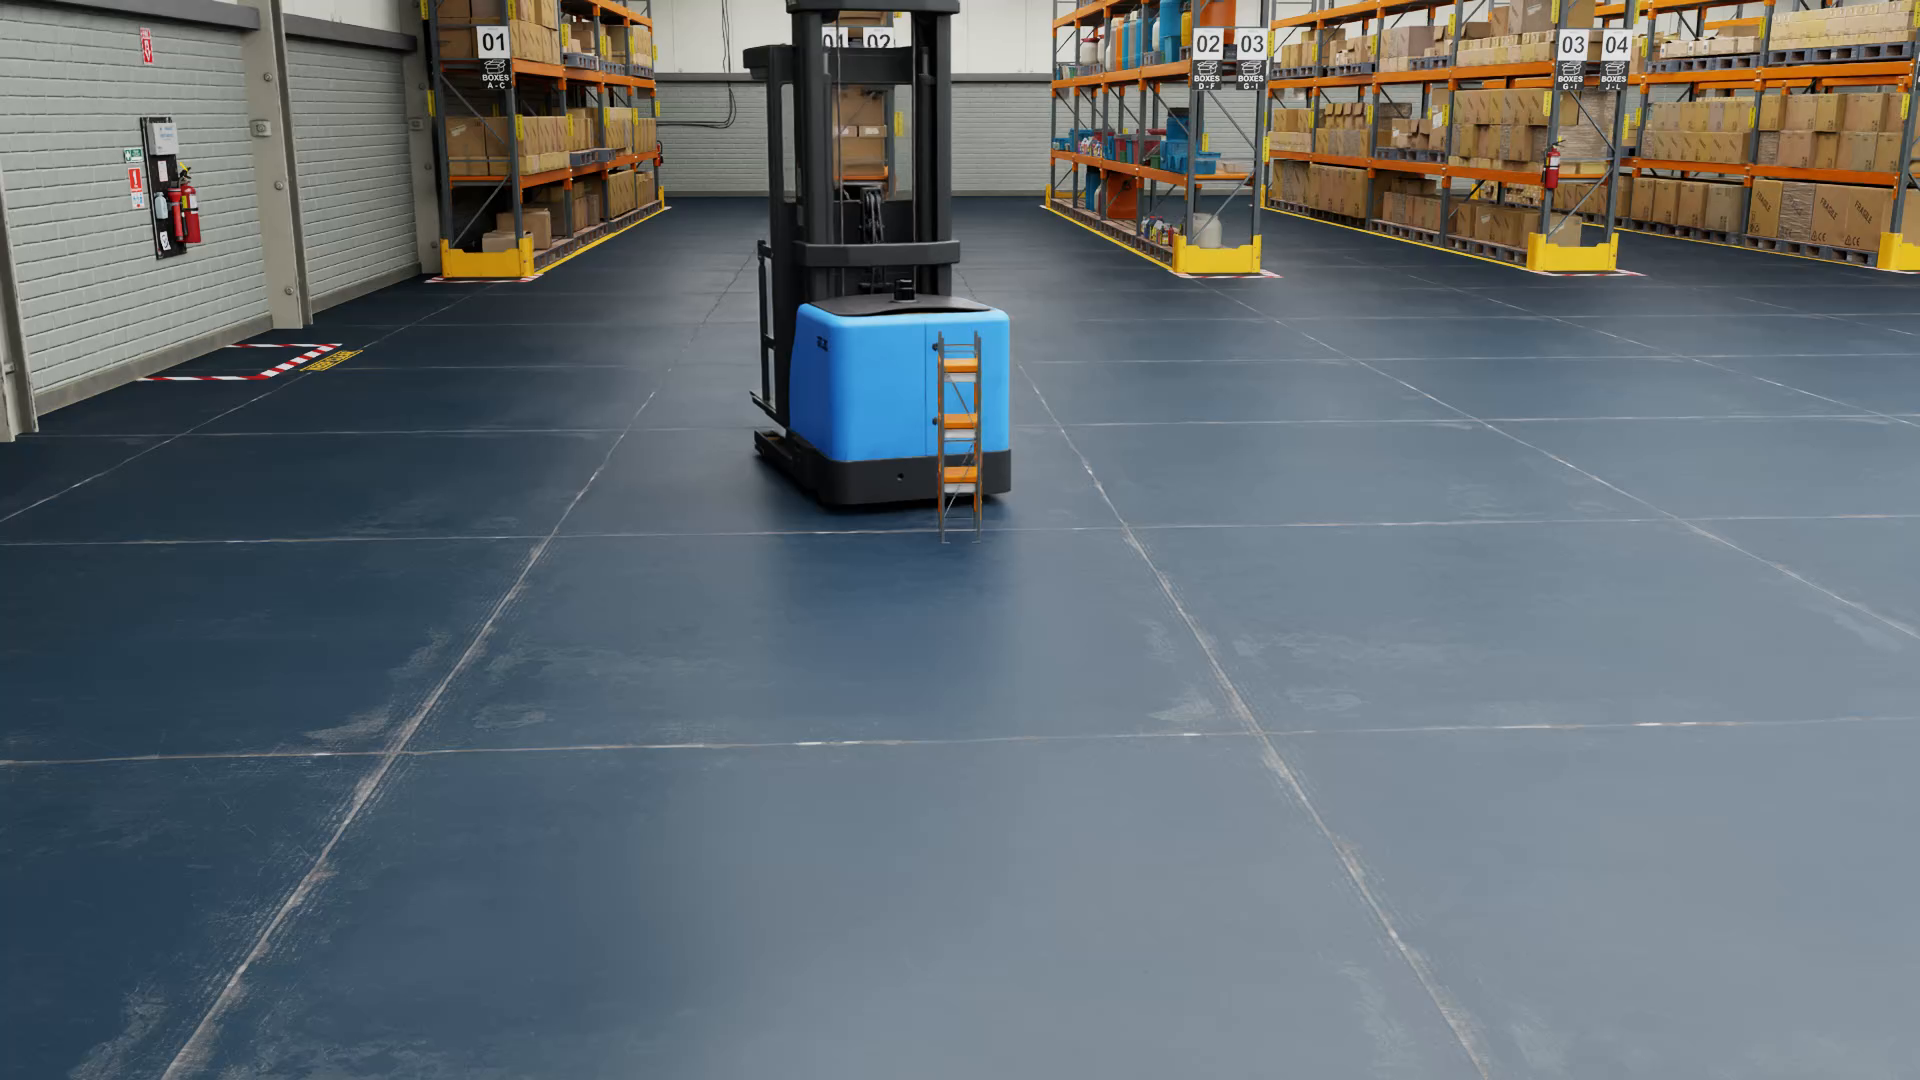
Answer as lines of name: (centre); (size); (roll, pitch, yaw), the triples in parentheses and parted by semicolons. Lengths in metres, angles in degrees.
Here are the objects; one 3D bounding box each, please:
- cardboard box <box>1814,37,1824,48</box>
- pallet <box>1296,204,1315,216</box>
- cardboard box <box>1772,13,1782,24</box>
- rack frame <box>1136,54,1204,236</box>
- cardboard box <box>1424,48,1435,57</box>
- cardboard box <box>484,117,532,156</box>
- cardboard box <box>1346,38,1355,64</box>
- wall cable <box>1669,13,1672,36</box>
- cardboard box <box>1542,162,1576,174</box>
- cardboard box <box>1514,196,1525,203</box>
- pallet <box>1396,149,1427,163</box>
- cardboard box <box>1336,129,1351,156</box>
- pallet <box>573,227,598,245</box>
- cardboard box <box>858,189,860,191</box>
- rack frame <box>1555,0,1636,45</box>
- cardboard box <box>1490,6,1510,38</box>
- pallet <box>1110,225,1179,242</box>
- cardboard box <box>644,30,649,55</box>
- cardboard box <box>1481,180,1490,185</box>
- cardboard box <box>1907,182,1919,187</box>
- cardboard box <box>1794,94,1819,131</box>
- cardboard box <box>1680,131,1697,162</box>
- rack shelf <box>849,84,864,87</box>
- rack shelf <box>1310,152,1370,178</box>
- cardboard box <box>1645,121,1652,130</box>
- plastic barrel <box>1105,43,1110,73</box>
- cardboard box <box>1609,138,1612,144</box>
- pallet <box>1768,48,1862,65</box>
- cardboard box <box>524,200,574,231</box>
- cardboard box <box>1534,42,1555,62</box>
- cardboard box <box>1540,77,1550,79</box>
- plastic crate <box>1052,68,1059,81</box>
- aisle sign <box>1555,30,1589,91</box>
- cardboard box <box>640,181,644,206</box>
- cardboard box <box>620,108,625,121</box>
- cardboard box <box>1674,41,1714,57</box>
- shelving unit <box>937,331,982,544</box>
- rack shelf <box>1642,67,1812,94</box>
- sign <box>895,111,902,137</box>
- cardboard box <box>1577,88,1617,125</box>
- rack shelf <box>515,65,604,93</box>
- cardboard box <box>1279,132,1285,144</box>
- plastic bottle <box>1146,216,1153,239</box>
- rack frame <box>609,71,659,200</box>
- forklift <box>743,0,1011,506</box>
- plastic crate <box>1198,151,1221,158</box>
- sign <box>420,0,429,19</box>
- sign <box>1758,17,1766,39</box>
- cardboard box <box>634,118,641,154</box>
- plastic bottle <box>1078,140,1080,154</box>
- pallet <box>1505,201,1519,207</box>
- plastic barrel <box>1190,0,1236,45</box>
cardboard box: (12.990, -7.422, 24.793); (0.380, 0.149, 0.250); (-1, 14, -3)
pallet: (7.804, -7.029, 35.423); (1.003, 0.211, 1.213); (-1, 14, -3)
cardboard box: (12.909, -8.125, 25.924); (0.380, 0.149, 0.250); (-1, 14, -3)
rack frame: (3.325, -6.123, 26.306); (1.000, 3.000, 0.127); (-1, 14, -3)
cardboard box: (8.053, -8.208, 28.013); (0.380, 0.166, 0.250); (-1, 14, -5)
cardboard box: (-6.044, -5.399, 22.248); (0.500, 0.500, 0.500); (-1, 14, -3)
cardboard box: (7.873, -9.409, 32.004); (0.797, 0.503, 0.637); (-1, 14, -4)
wall cable: (17.534, -13.664, 43.573); (2.355, 3.000, 0.029); (-1, 14, -3)
cardboard box: (8.293, -5.151, 23.031); (0.380, 0.149, 0.250); (-1, 14, -3)
cardboard box: (12.301, -7.413, 36.198); (0.380, 0.149, 0.250); (-1, 14, -4)
pallet: (8.185, -6.610, 28.583); (1.003, 0.211, 1.213); (-1, 14, -3)
cardboard box: (7.652, -7.742, 32.395); (0.500, 0.500, 0.500); (-1, 14, -2)
pallet: (-6.691, -5.118, 27.994); (1.003, 0.211, 1.213); (-1, 14, -3)
cardboard box: (-1.647, -6.293, 31.098); (0.500, 0.500, 0.500); (-1, 14, -5)
rack frame: (8.517, -8.111, 21.989); (1.000, 3.000, 0.127); (-1, 14, -3)
cardboard box: (8.551, -7.979, 25.698); (0.500, 0.500, 0.500); (-1, 14, -5)
pallet: (3.159, -5.272, 28.592); (1.003, 0.211, 1.213); (-1, 14, -3)
cardboard box: (-6.968, -10.648, 35.622); (0.500, 0.500, 0.500); (0, 14, -2)
cardboard box: (12.176, -8.211, 38.104); (0.380, 0.149, 0.250); (-2, 15, -6)
cardboard box: (17.952, -6.695, 31.949); (0.875, 0.875, 0.875); (-1, 14, -4)
cardboard box: (13.261, -6.483, 25.236); (0.875, 0.550, 0.550); (-1, 14, -3)
cardboard box: (12.830, -6.803, 28.746); (0.500, 0.500, 0.500); (-1, 14, -4)
rack shelf: (-2.238, -9.639, 35.394); (1.077, 0.370, 4.000); (-1, 14, -3)
rack shelf: (7.897, -7.344, 32.492); (1.077, 0.370, 4.000); (-1, 14, -3)
cardboard box: (13.123, -7.801, 31.292); (0.380, 0.149, 0.250); (-1, 14, -5)
plastic barrel: (2.791, -8.543, 29.466); (0.421, 0.512, 0.421); (0, 14, 0)
cardboard box: (12.475, -7.505, 31.338); (0.380, 0.149, 0.250); (-1, 14, -4)
pallet: (13.266, -7.457, 25.649); (1.003, 0.211, 1.213); (-1, 14, -3)
cardboard box: (-6.707, -5.284, 27.175); (0.700, 0.500, 0.500); (-1, 14, -5)
cardboard box: (8.233, -6.701, 22.833); (0.500, 0.250, 0.500); (-1, 14, -2)
cardboard box: (12.430, -9.739, 34.639); (0.500, 0.250, 0.500); (-1, 14, -2)
plastic crate: (2.328, -10.397, 37.159); (0.497, 0.269, 0.590); (-1, 14, -3)
aisle sign: (8.221, -6.444, 22.335); (0.394, 0.787, 0.004); (-1, 14, -3)
cardboard box: (-7.030, -7.265, 34.918); (0.700, 0.500, 0.500); (-1, 14, -4)
cardboard box: (-6.720, -8.159, 31.875); (0.500, 0.250, 0.500); (-1, 14, -2)
cardboard box: (12.834, -8.570, 29.053); (0.500, 0.250, 0.500); (0, 14, -2)
shelving unit: (-0.003, -0.522, 8.447); (0.215, 1.050, 0.252); (-1, 14, -3)
rack shelf: (13.102, -7.853, 28.452); (1.077, 0.370, 4.000); (-1, 14, -3)
sign: (-0.816, -5.518, 22.056); (0.100, 0.325, 0.005); (-1, 14, -3)
cardboard box: (8.755, -6.023, 23.111); (0.500, 0.500, 0.500); (-1, 14, -3)
rack shelf: (-6.686, -7.572, 27.361); (1.077, 0.370, 4.000); (-1, 14, -3)
cardboard box: (7.352, -8.878, 36.716); (0.500, 0.250, 0.500); (-1, 14, -5)
plastic bottle: (2.961, -4.847, 25.776); (0.144, 0.351, 0.185); (0, 14, -2)
rack frame: (-7.306, -8.955, 37.311); (1.000, 3.000, 0.127); (-1, 14, -3)
forklift: (-0.670, -1.930, 10.145); (1.130, 2.935, 3.031); (-5, 15, -18)
plastic crate: (3.665, -5.780, 25.271); (0.499, 0.251, 0.616); (-1, 14, -3)
sign: (-6.870, -6.854, 21.347); (0.100, 0.325, 0.005); (-1, 14, -3)
sign: (12.685, -8.096, 26.284); (0.100, 0.325, 0.005); (-1, 14, -3)
cardboard box: (-7.075, -8.241, 33.932); (0.980, 0.700, 0.700); (-1, 14, -3)
plastic bottle: (2.427, -7.959, 33.673); (0.061, 0.283, 0.133); (-1, 14, -3)
pallet: (12.574, -7.361, 36.713); (1.003, 0.211, 1.213); (-1, 14, -3)
plastic barrel: (3.416, -7.112, 22.422); (0.600, 0.830, 0.708); (-1, 14, -3)
